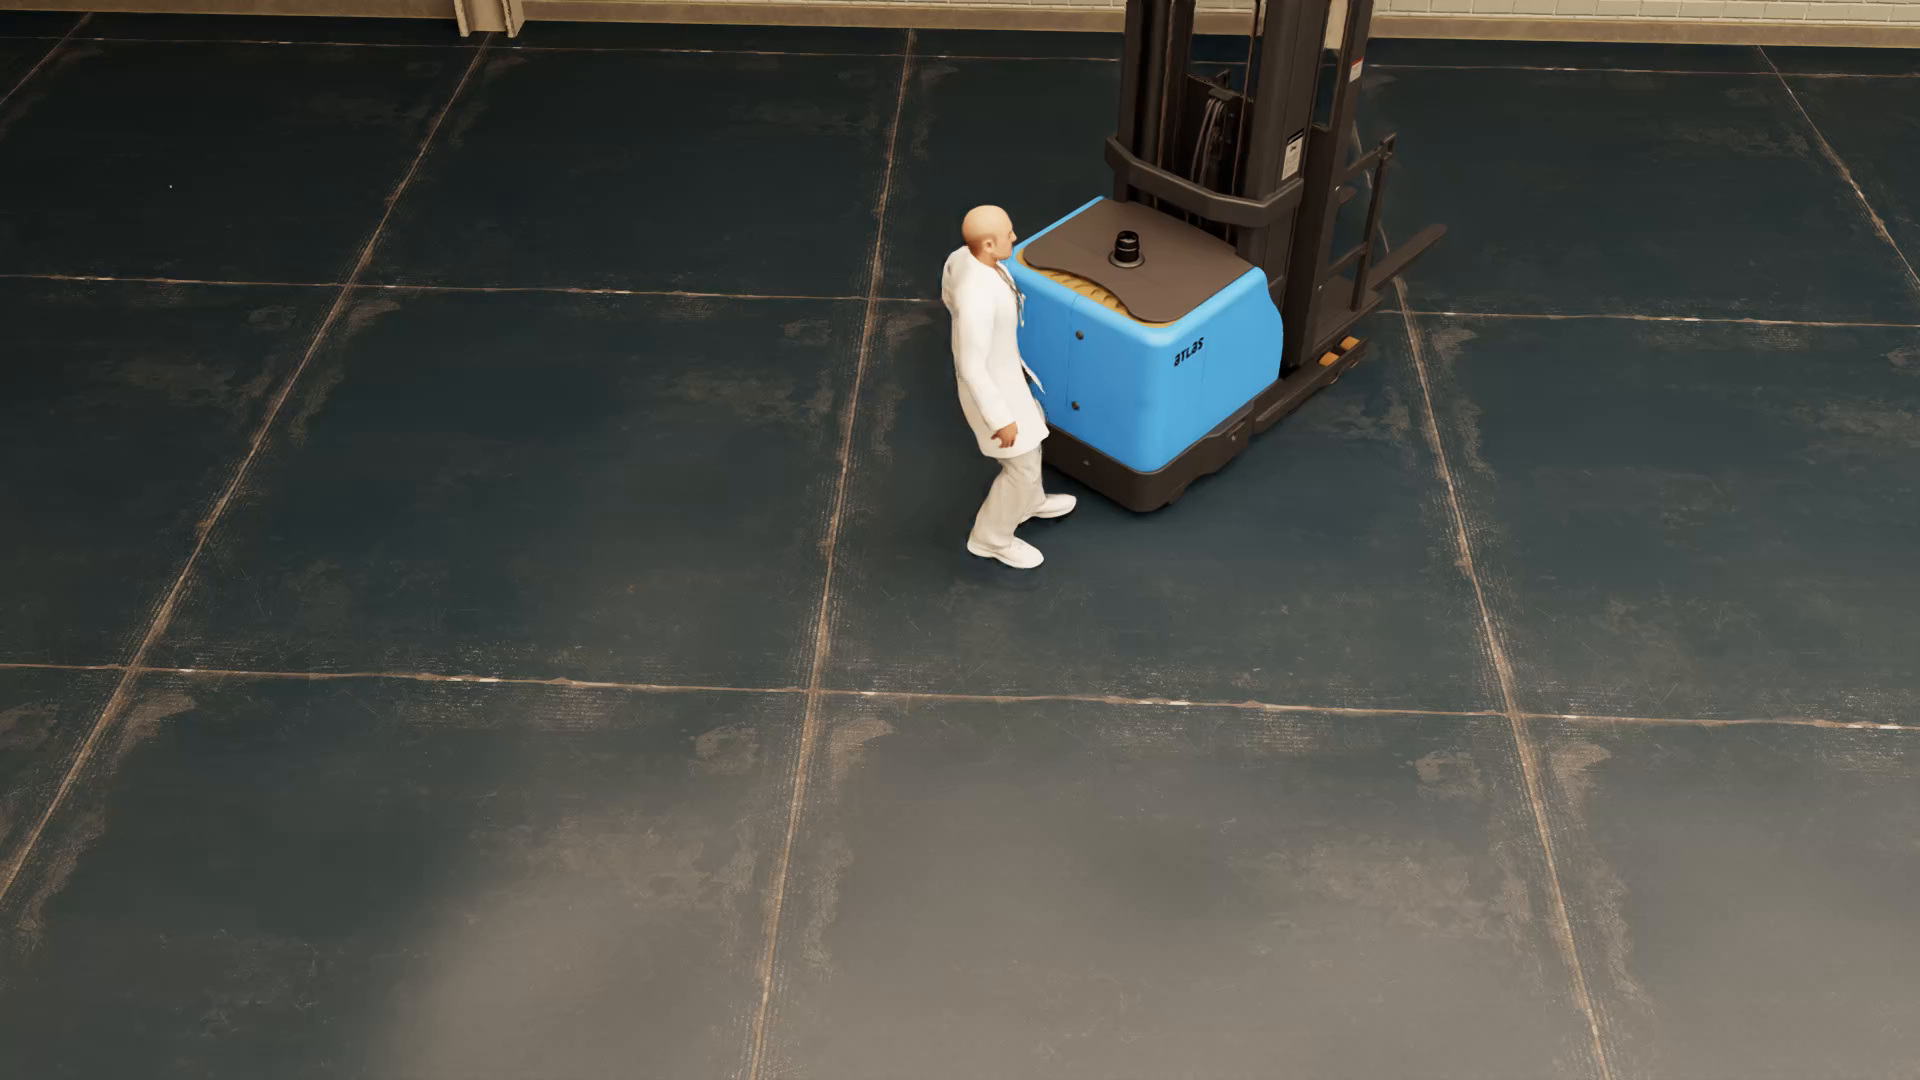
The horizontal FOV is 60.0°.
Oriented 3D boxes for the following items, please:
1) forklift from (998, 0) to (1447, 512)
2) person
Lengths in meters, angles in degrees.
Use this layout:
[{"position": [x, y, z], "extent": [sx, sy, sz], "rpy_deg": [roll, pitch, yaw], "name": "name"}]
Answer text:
[{"position": [1.529, -2.121, 8.065], "extent": [1.130, 2.935, 3.031], "rpy_deg": [32, 51, 30], "name": "forklift"}, {"position": [0.254, -0.696, 7.393], "extent": [0.633, 1.744, 0.816], "rpy_deg": [-3, 42, -3], "name": "person"}]
